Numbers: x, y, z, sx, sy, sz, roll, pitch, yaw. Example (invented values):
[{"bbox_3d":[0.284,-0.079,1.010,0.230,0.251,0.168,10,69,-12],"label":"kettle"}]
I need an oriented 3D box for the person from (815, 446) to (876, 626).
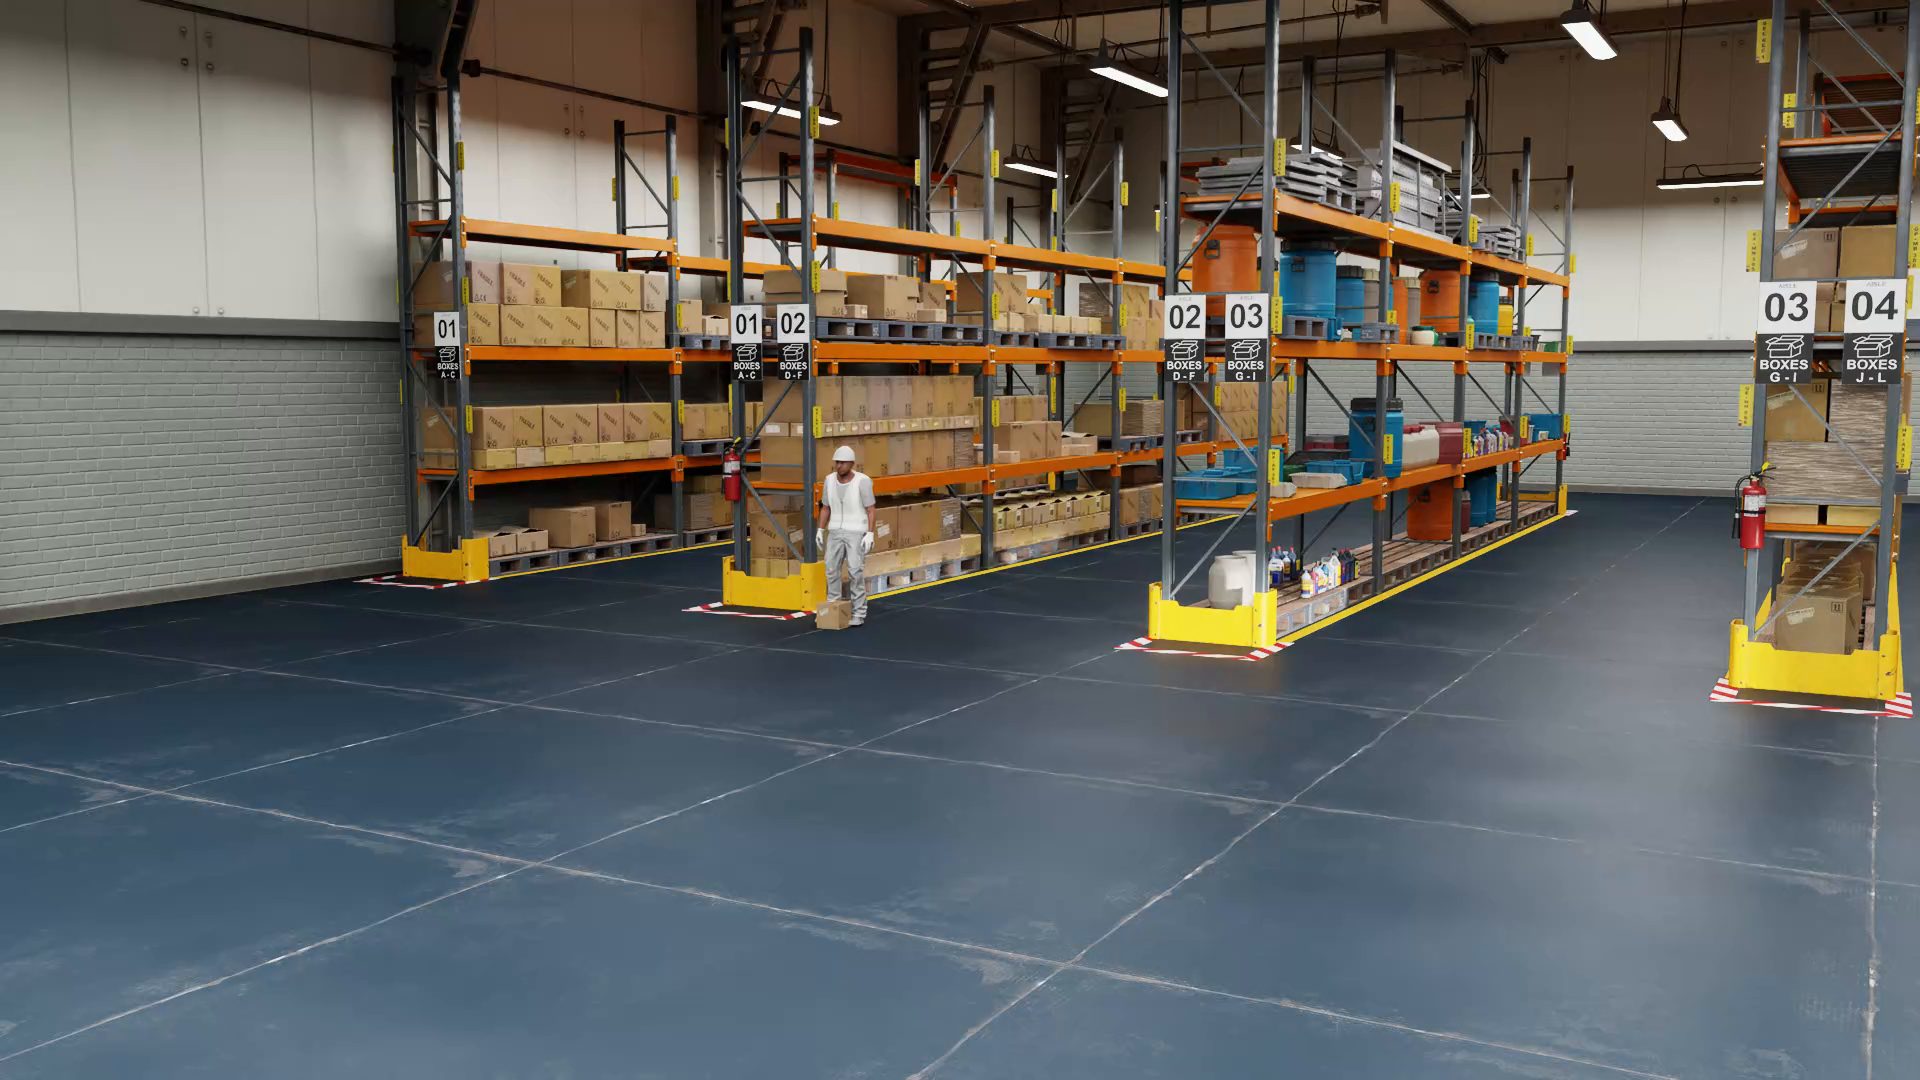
[{"bbox_3d":[-1.126,-0.044,16.449,0.632,1.776,0.444,3,7,26],"label":"person"}]
